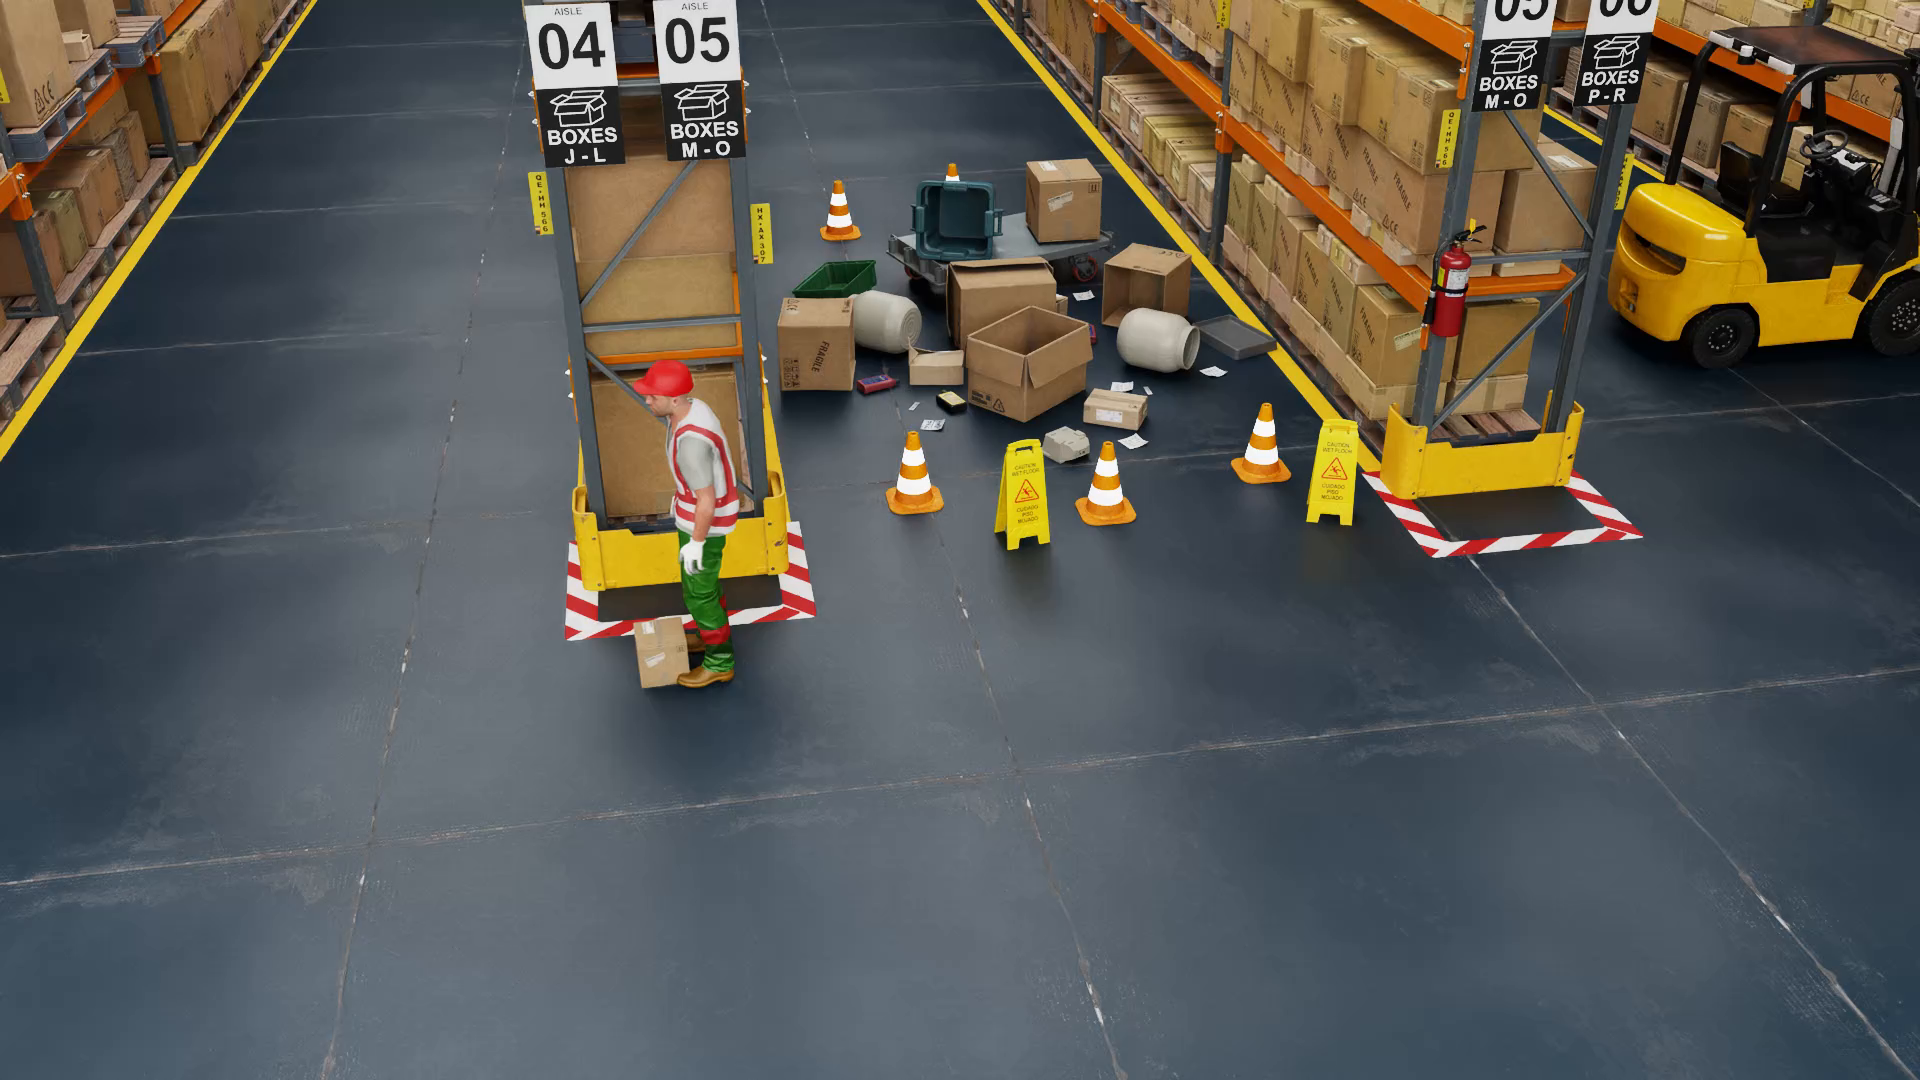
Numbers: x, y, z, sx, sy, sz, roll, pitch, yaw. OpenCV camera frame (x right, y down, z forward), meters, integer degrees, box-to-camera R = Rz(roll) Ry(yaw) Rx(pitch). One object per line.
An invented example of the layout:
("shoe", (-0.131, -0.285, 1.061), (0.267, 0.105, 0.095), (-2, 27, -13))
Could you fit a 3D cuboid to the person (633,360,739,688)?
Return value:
("person", (-1.325, -0.091, 8.278), (0.449, 1.780, 0.623), (-6, 31, -11))
